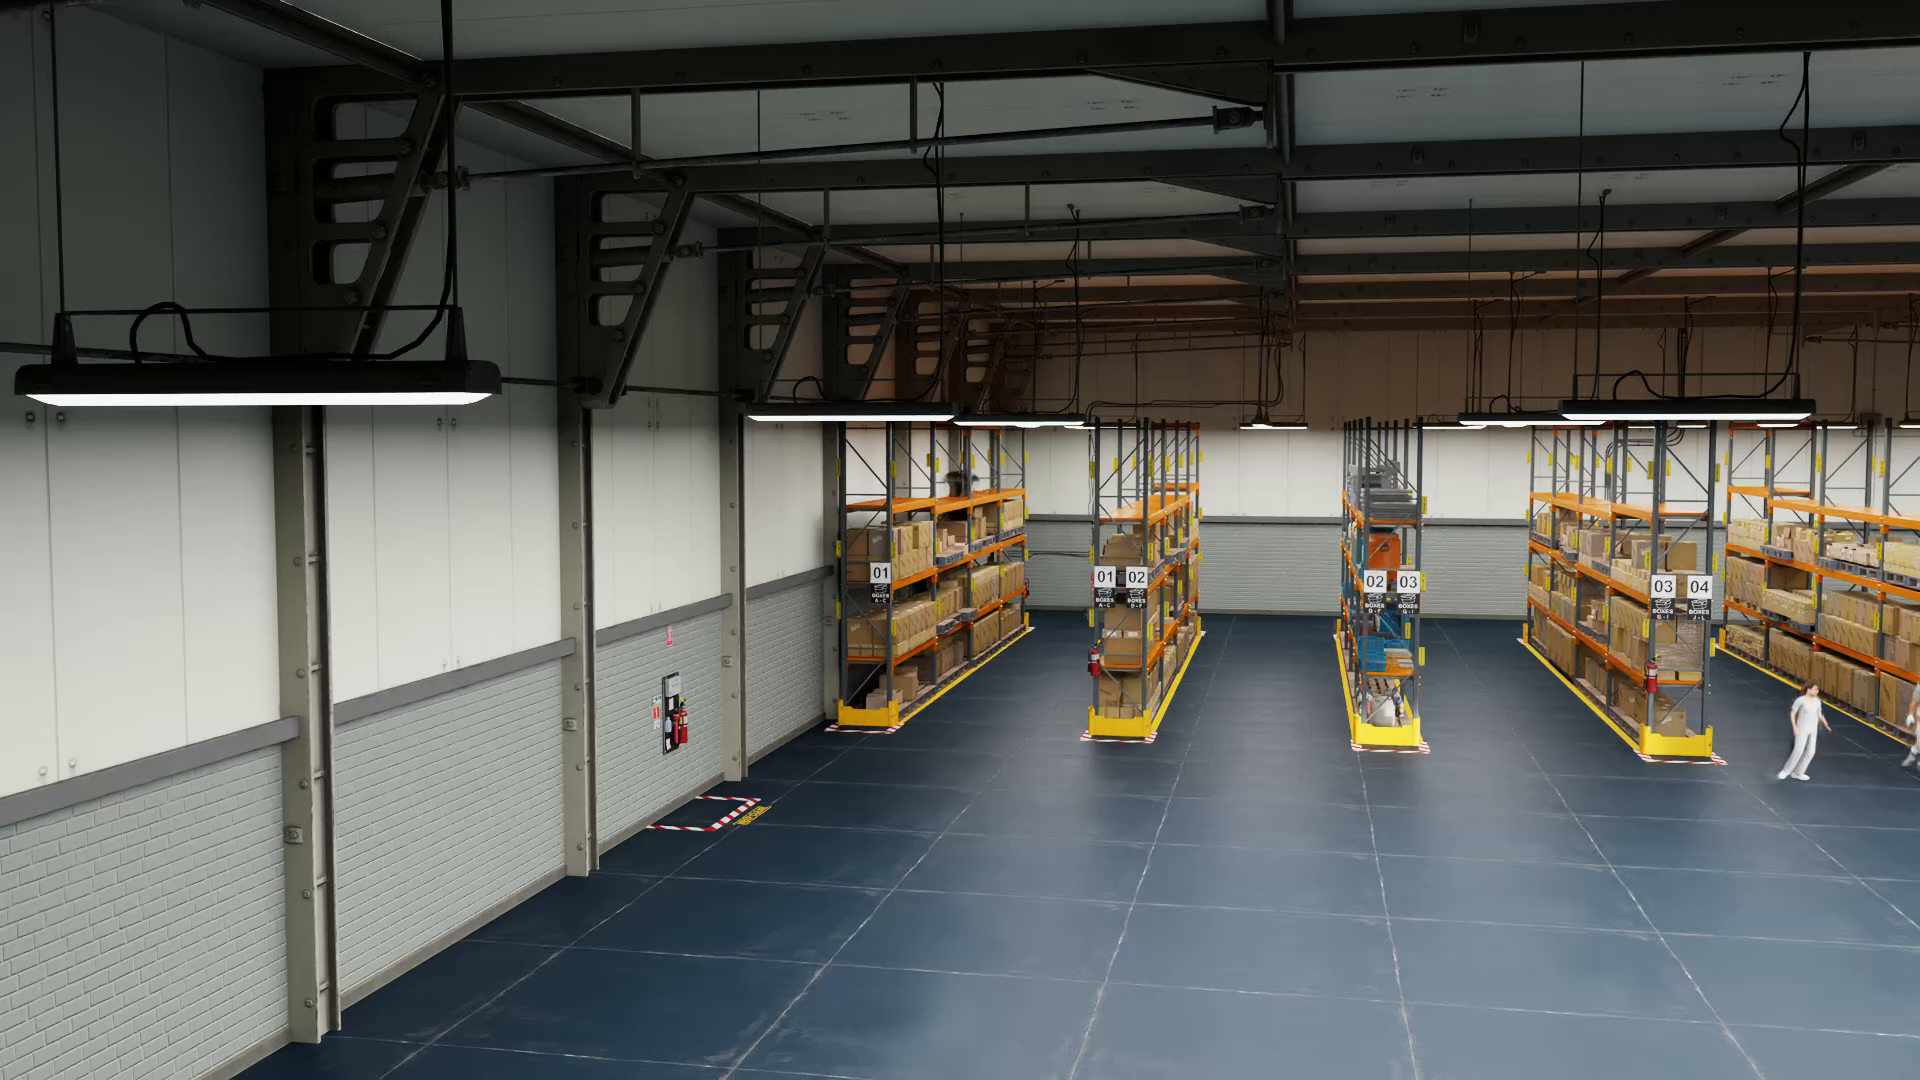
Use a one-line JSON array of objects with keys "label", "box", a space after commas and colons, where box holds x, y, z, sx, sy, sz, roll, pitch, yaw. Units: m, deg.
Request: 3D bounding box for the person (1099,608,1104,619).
[{"label": "person", "box": [4.413, 1.653, 49.820, 0.710, 1.683, 0.670, 3, 5, 40]}]

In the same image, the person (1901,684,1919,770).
[{"label": "person", "box": [16.227, 3.027, 27.950, 0.667, 1.813, 0.452, 0, 4, -3]}]

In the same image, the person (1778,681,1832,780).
[{"label": "person", "box": [13.832, 3.133, 27.241, 0.712, 1.645, 0.561, -1, 4, -16]}]
